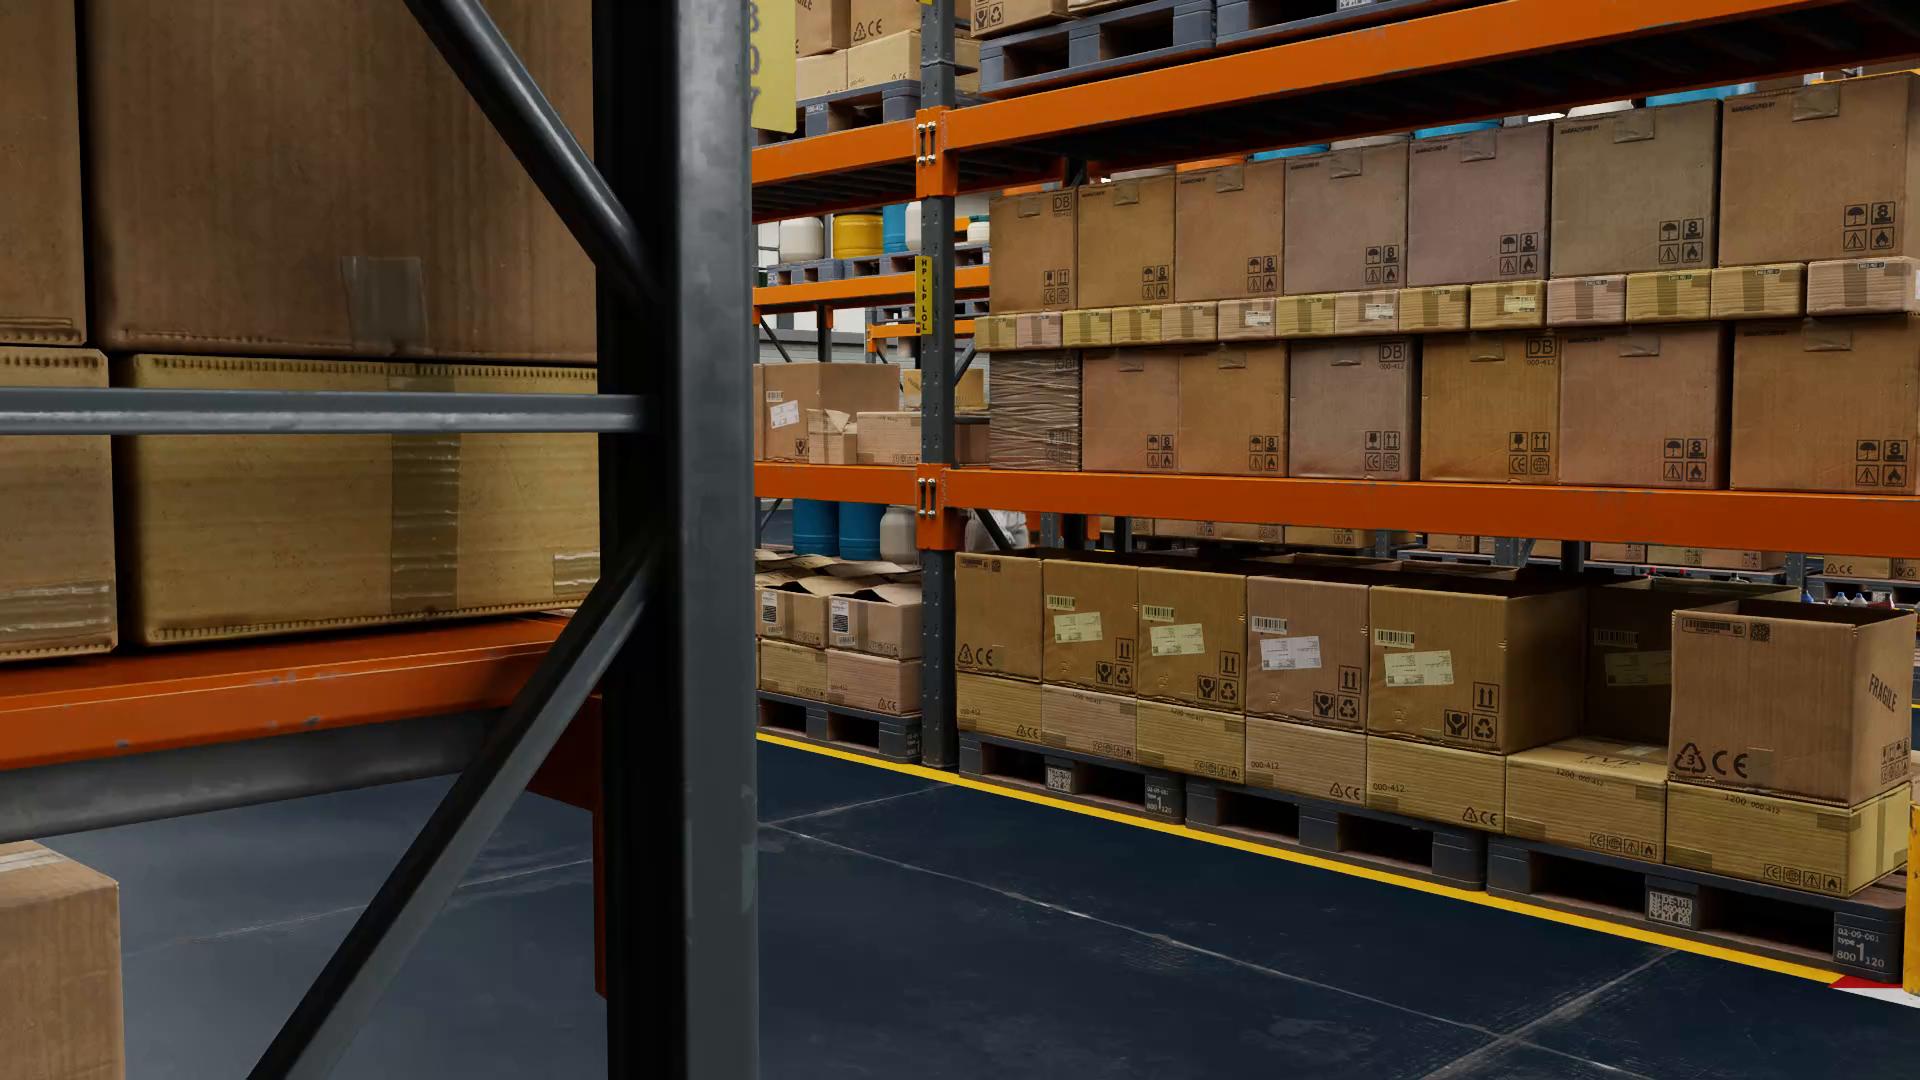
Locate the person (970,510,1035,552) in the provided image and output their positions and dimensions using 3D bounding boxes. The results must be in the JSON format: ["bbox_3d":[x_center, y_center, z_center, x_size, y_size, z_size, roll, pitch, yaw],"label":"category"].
[{"bbox_3d":[0.283,-0.104,10.921,1.029,1.620,0.514,3,5,35],"label":"person"}]
